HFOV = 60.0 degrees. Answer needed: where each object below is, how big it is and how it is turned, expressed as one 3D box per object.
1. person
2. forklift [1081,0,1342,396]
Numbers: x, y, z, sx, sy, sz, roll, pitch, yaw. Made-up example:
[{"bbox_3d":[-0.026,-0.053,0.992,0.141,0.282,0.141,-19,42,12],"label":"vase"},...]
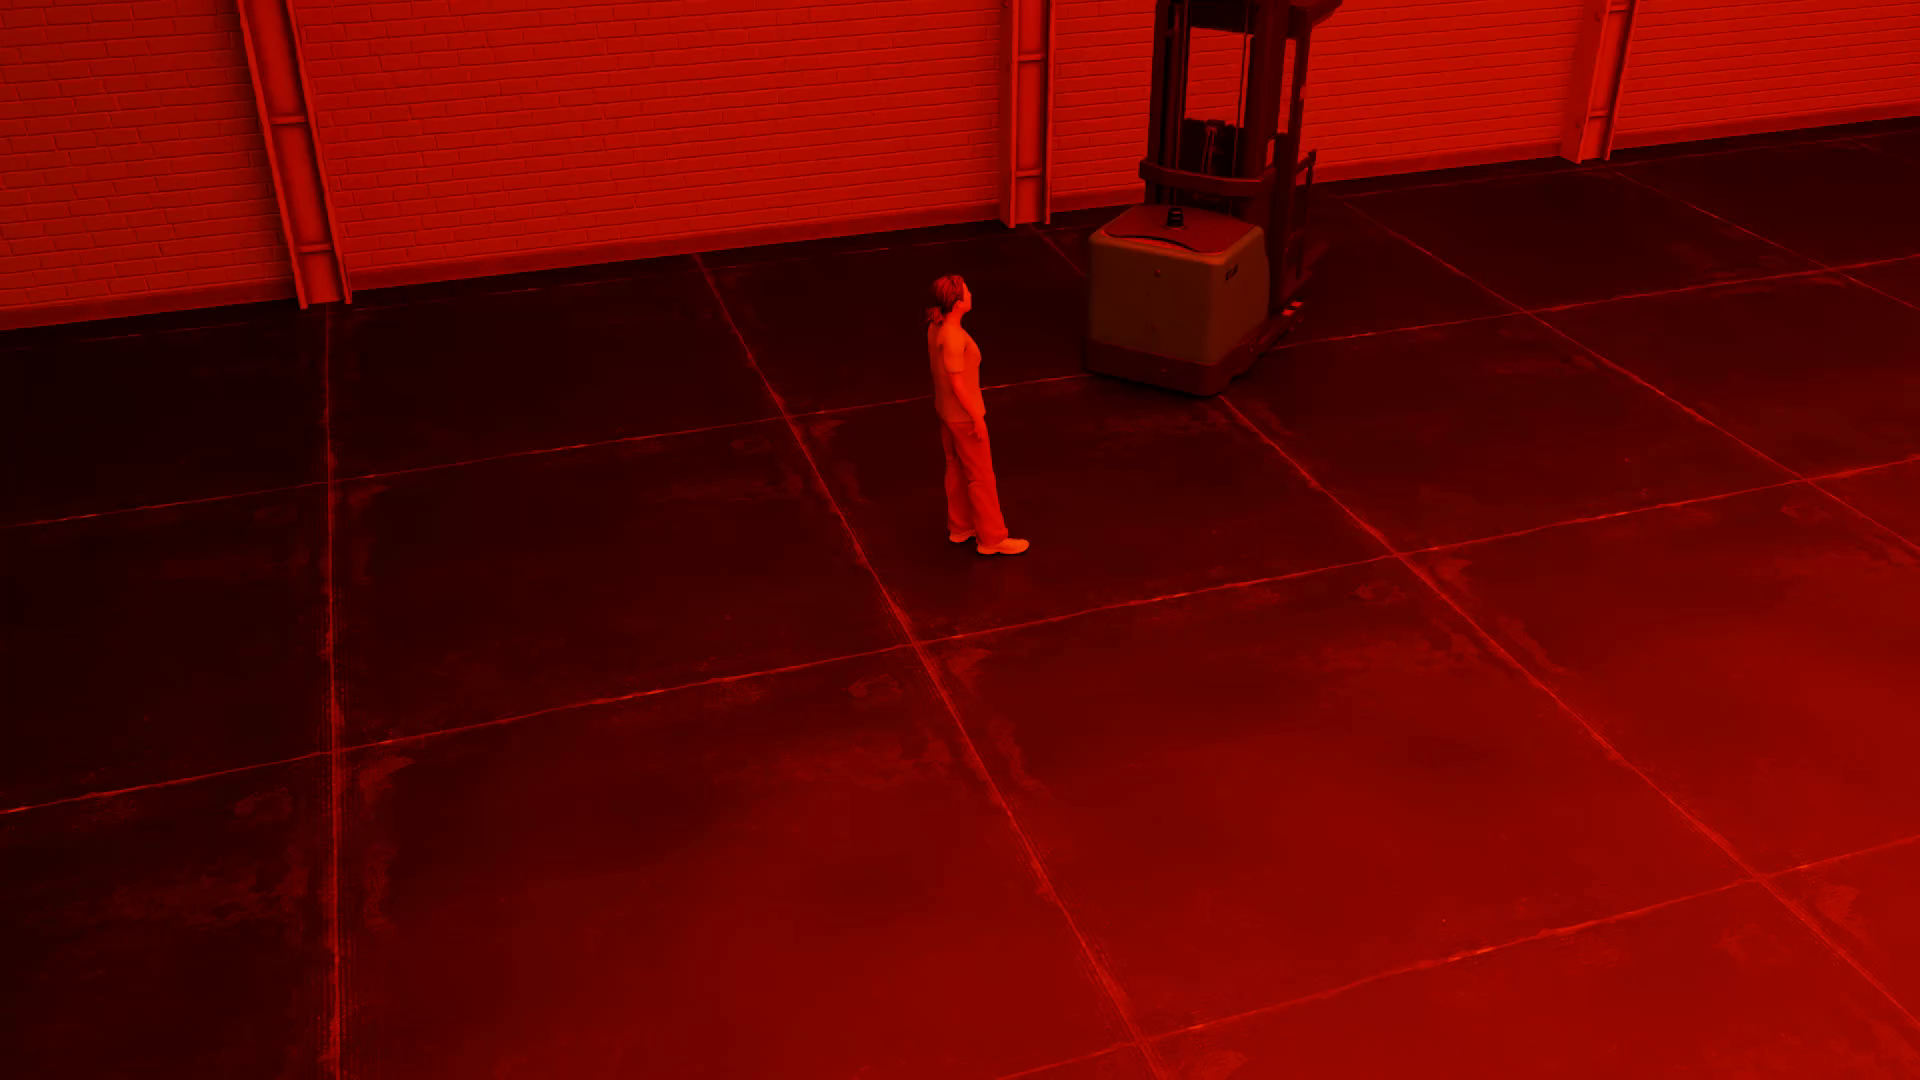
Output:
[{"bbox_3d":[0.074,-0.739,9.615,0.548,1.674,0.552,-10,31,-16],"label":"person"},{"bbox_3d":[2.050,-2.982,12.270,1.130,2.935,3.031,16,34,25],"label":"forklift"}]
